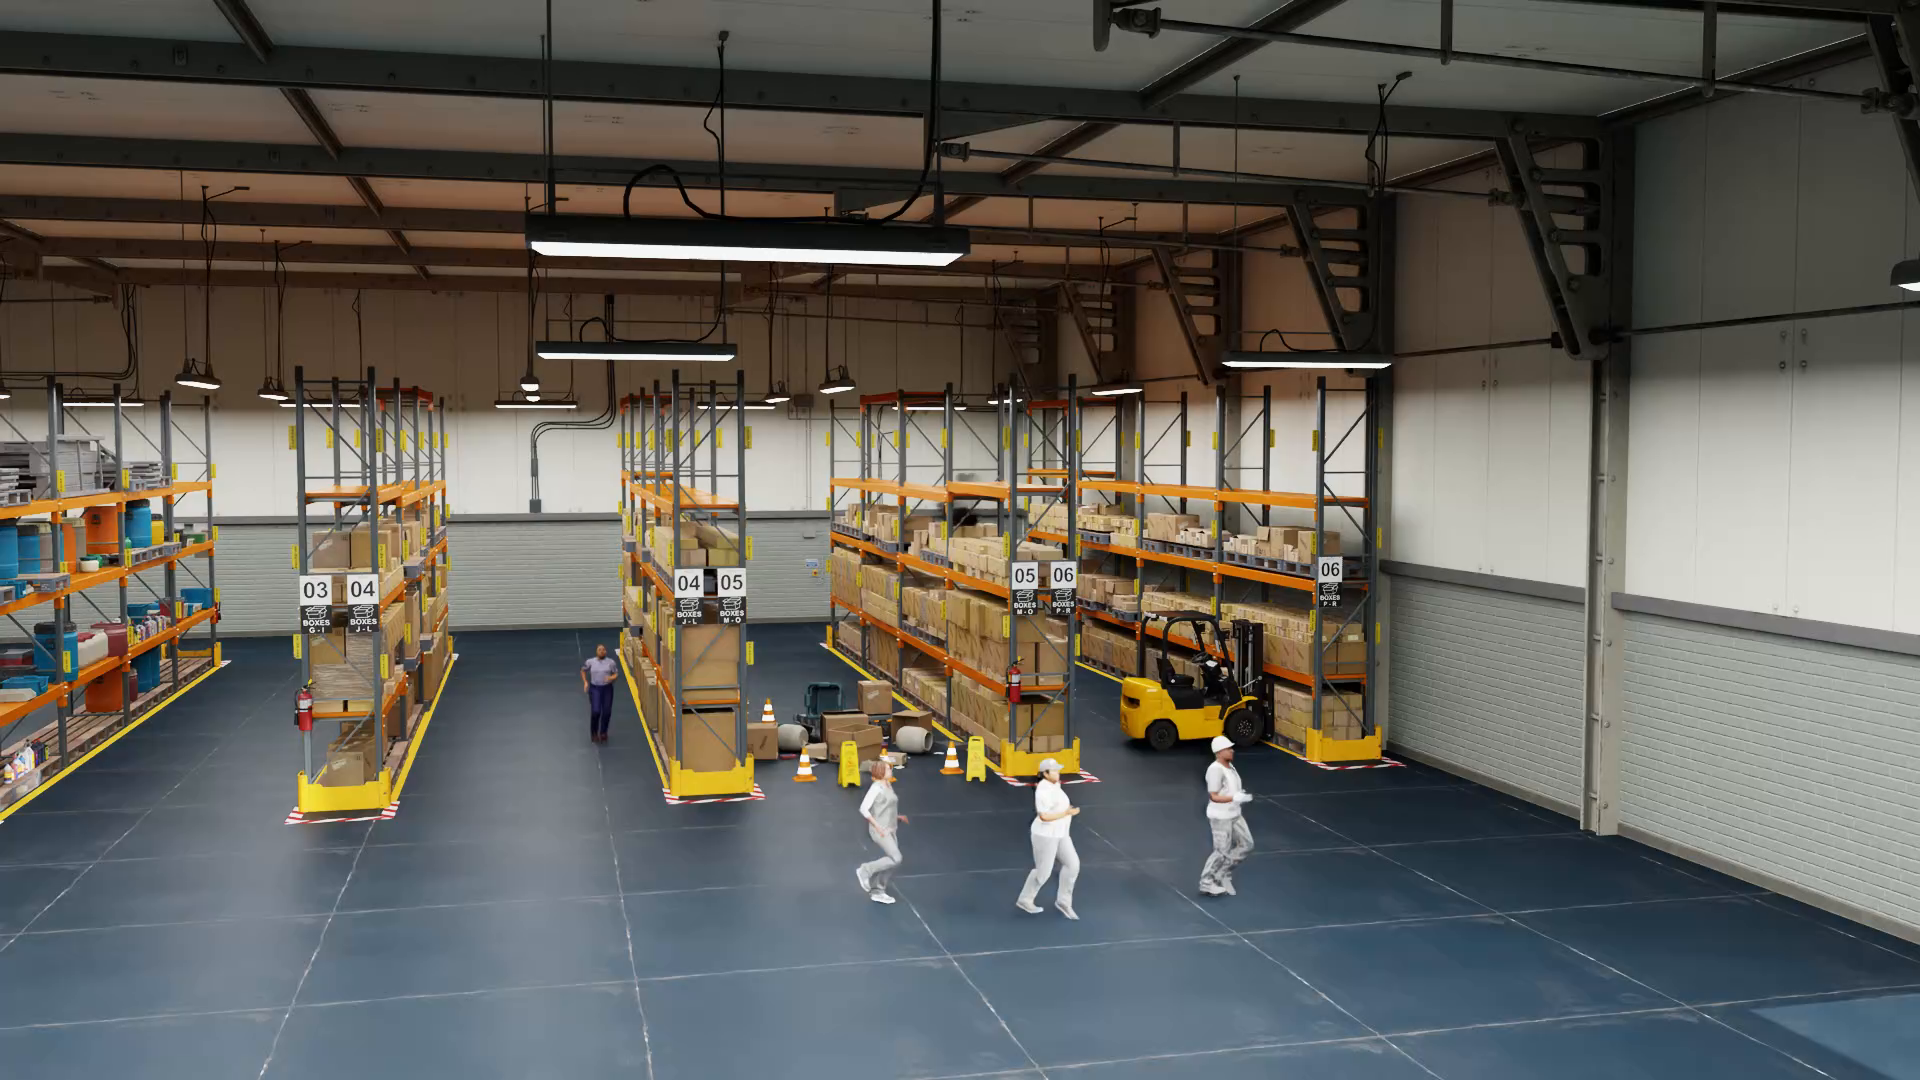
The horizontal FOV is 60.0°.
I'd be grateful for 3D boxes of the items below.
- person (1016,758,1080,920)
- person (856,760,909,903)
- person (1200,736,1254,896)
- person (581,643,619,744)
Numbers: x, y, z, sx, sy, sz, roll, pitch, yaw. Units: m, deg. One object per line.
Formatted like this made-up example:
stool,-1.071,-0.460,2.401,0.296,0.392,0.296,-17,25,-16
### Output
person,0.944,3.137,17.398,0.708,1.723,0.585,2,4,26
person,-0.833,3.156,18.005,0.544,1.555,0.536,1,4,17
person,2.948,3.032,18.181,0.652,1.779,0.662,2,4,30
person,-5.950,2.550,27.560,0.577,1.648,0.682,-1,4,-22
